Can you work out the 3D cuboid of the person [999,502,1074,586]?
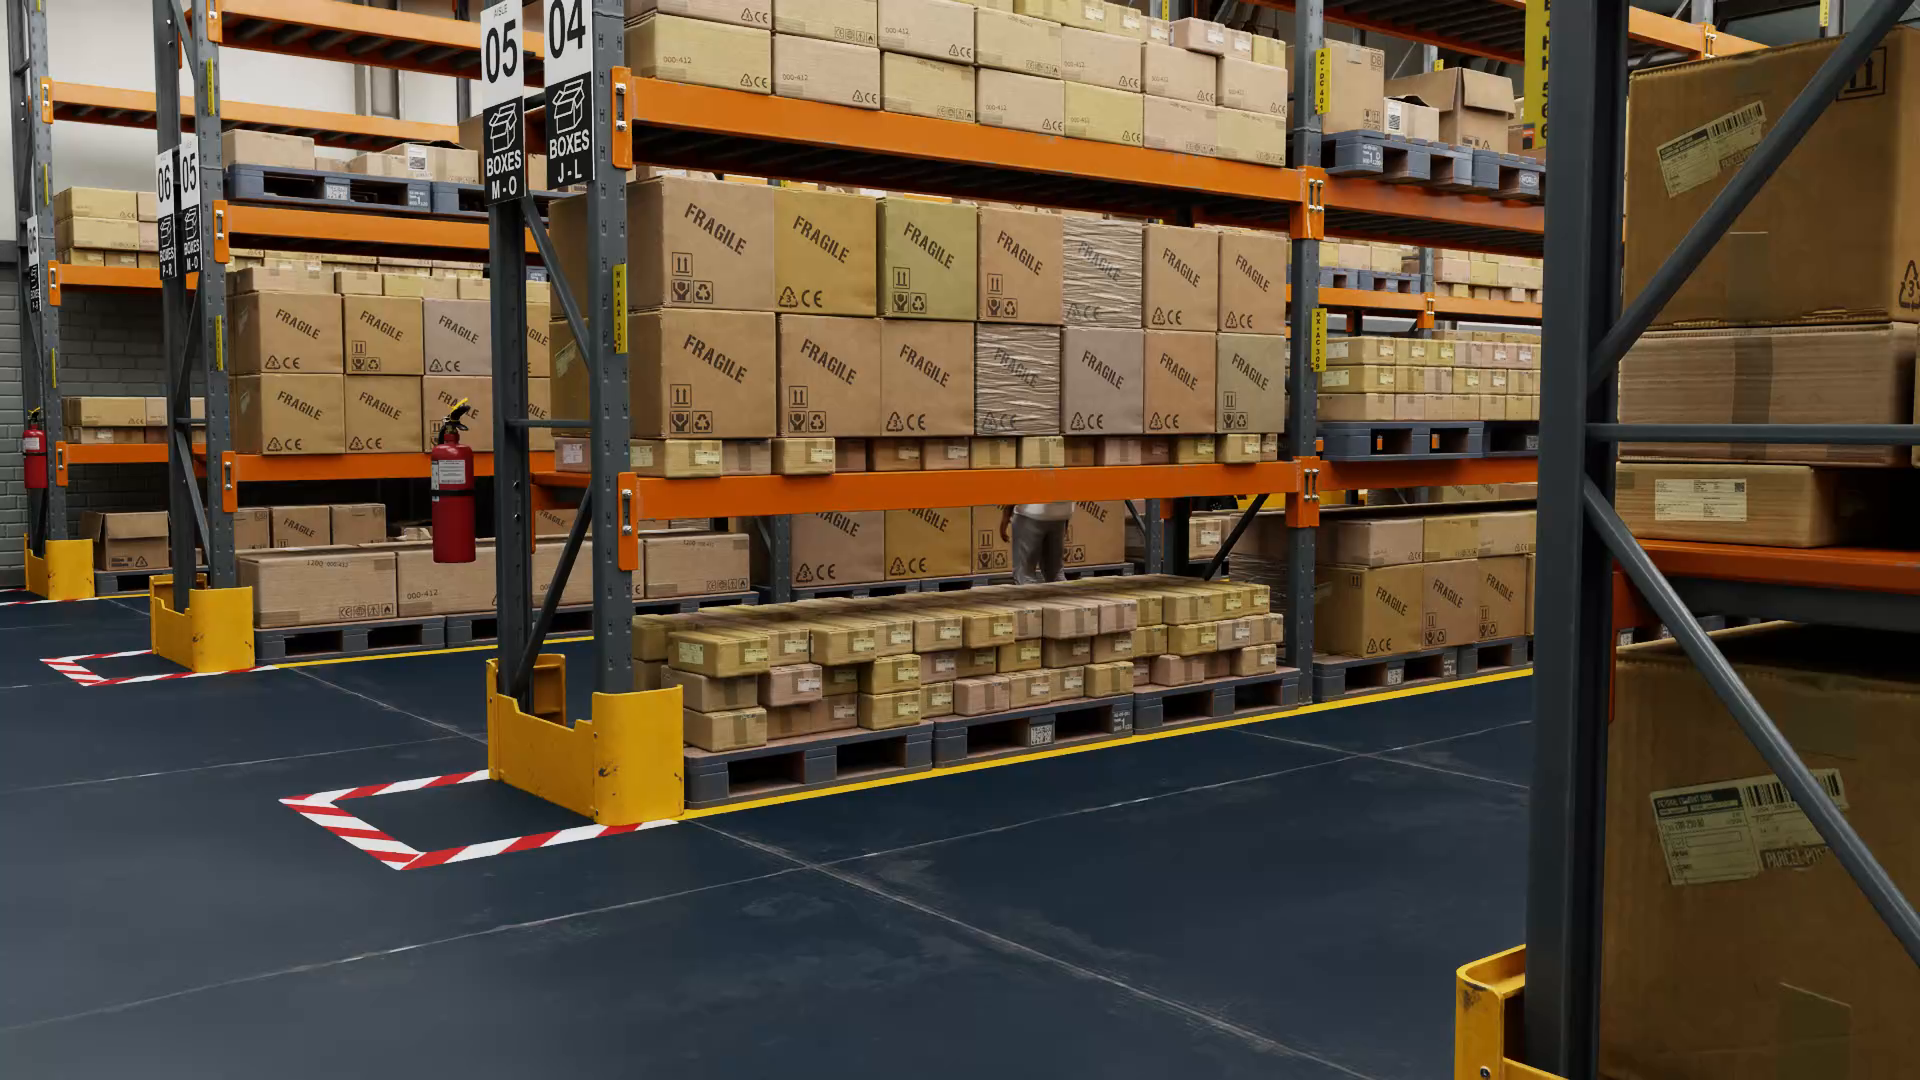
[{"bbox_3d":[0.513,-0.166,11.137,0.635,1.756,0.456,-4,6,-42],"label":"person"}]
